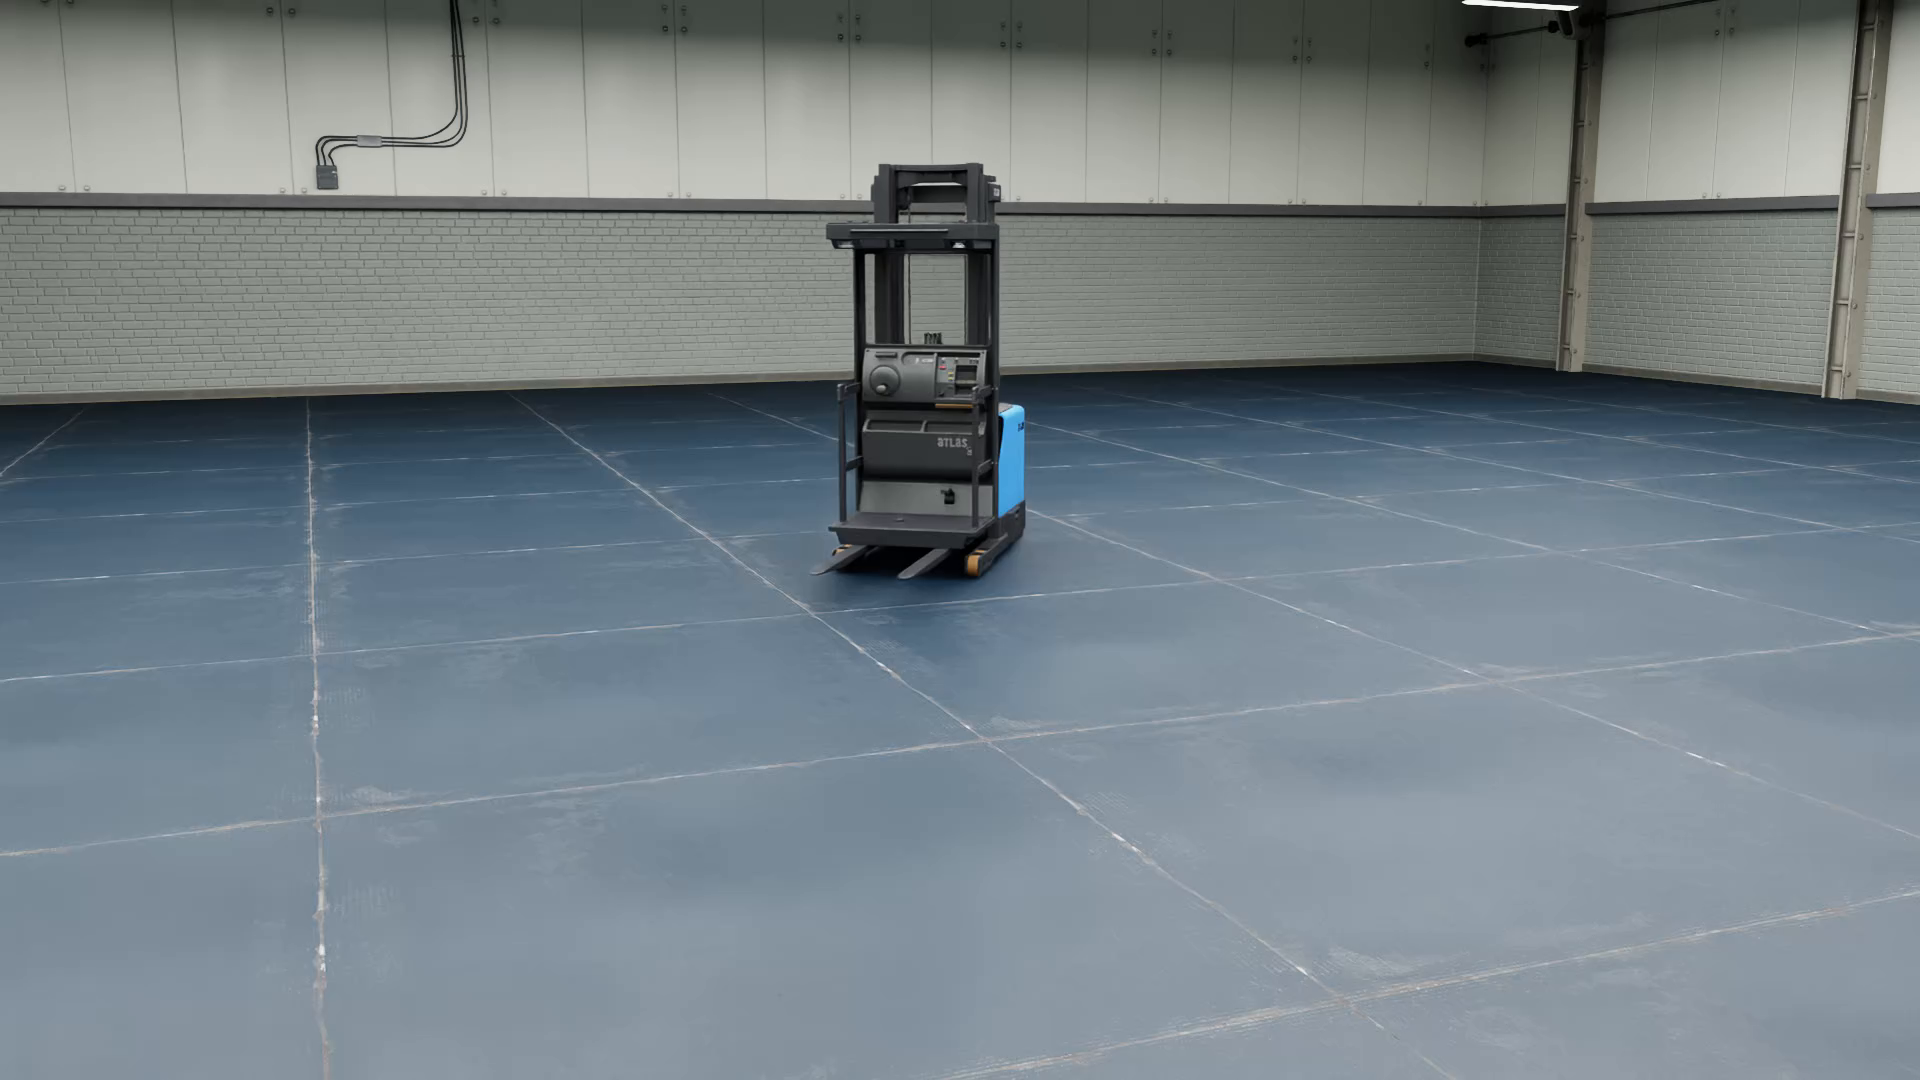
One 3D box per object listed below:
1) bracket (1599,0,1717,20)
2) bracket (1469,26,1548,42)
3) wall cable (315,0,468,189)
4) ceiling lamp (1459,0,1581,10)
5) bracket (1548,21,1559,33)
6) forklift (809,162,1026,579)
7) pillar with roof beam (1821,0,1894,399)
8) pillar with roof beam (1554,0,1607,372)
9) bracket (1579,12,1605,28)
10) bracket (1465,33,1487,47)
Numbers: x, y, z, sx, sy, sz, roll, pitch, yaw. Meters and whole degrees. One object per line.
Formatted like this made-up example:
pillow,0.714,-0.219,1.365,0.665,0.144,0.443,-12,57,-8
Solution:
bracket,12.240,-8.881,27.377,0.076,0.066,4.783,-4,11,-21
bracket,10.361,-9.728,32.135,0.076,0.066,3.189,-4,11,-21
wall cable,-8.853,-8.460,25.575,2.305,6.003,0.169,-4,11,-21
ceiling lamp,8.264,-9.548,24.737,2.000,3.185,0.800,-4,11,-21
bracket,11.005,-9.437,30.502,0.235,0.232,0.430,-4,11,-21
forklift,-0.310,-1.248,12.067,1.130,2.935,3.031,2,10,13
pillar with roof beam,9.649,-6.368,23.522,9.100,9.000,0.400,-4,11,-21
pillar with roof beam,7.474,-7.347,29.028,9.100,9.000,0.548,-4,11,-21
bracket,11.306,-9.302,29.741,0.235,0.232,0.430,-4,11,-21
bracket,10.147,-9.824,32.677,0.235,0.232,0.430,-4,11,-21
